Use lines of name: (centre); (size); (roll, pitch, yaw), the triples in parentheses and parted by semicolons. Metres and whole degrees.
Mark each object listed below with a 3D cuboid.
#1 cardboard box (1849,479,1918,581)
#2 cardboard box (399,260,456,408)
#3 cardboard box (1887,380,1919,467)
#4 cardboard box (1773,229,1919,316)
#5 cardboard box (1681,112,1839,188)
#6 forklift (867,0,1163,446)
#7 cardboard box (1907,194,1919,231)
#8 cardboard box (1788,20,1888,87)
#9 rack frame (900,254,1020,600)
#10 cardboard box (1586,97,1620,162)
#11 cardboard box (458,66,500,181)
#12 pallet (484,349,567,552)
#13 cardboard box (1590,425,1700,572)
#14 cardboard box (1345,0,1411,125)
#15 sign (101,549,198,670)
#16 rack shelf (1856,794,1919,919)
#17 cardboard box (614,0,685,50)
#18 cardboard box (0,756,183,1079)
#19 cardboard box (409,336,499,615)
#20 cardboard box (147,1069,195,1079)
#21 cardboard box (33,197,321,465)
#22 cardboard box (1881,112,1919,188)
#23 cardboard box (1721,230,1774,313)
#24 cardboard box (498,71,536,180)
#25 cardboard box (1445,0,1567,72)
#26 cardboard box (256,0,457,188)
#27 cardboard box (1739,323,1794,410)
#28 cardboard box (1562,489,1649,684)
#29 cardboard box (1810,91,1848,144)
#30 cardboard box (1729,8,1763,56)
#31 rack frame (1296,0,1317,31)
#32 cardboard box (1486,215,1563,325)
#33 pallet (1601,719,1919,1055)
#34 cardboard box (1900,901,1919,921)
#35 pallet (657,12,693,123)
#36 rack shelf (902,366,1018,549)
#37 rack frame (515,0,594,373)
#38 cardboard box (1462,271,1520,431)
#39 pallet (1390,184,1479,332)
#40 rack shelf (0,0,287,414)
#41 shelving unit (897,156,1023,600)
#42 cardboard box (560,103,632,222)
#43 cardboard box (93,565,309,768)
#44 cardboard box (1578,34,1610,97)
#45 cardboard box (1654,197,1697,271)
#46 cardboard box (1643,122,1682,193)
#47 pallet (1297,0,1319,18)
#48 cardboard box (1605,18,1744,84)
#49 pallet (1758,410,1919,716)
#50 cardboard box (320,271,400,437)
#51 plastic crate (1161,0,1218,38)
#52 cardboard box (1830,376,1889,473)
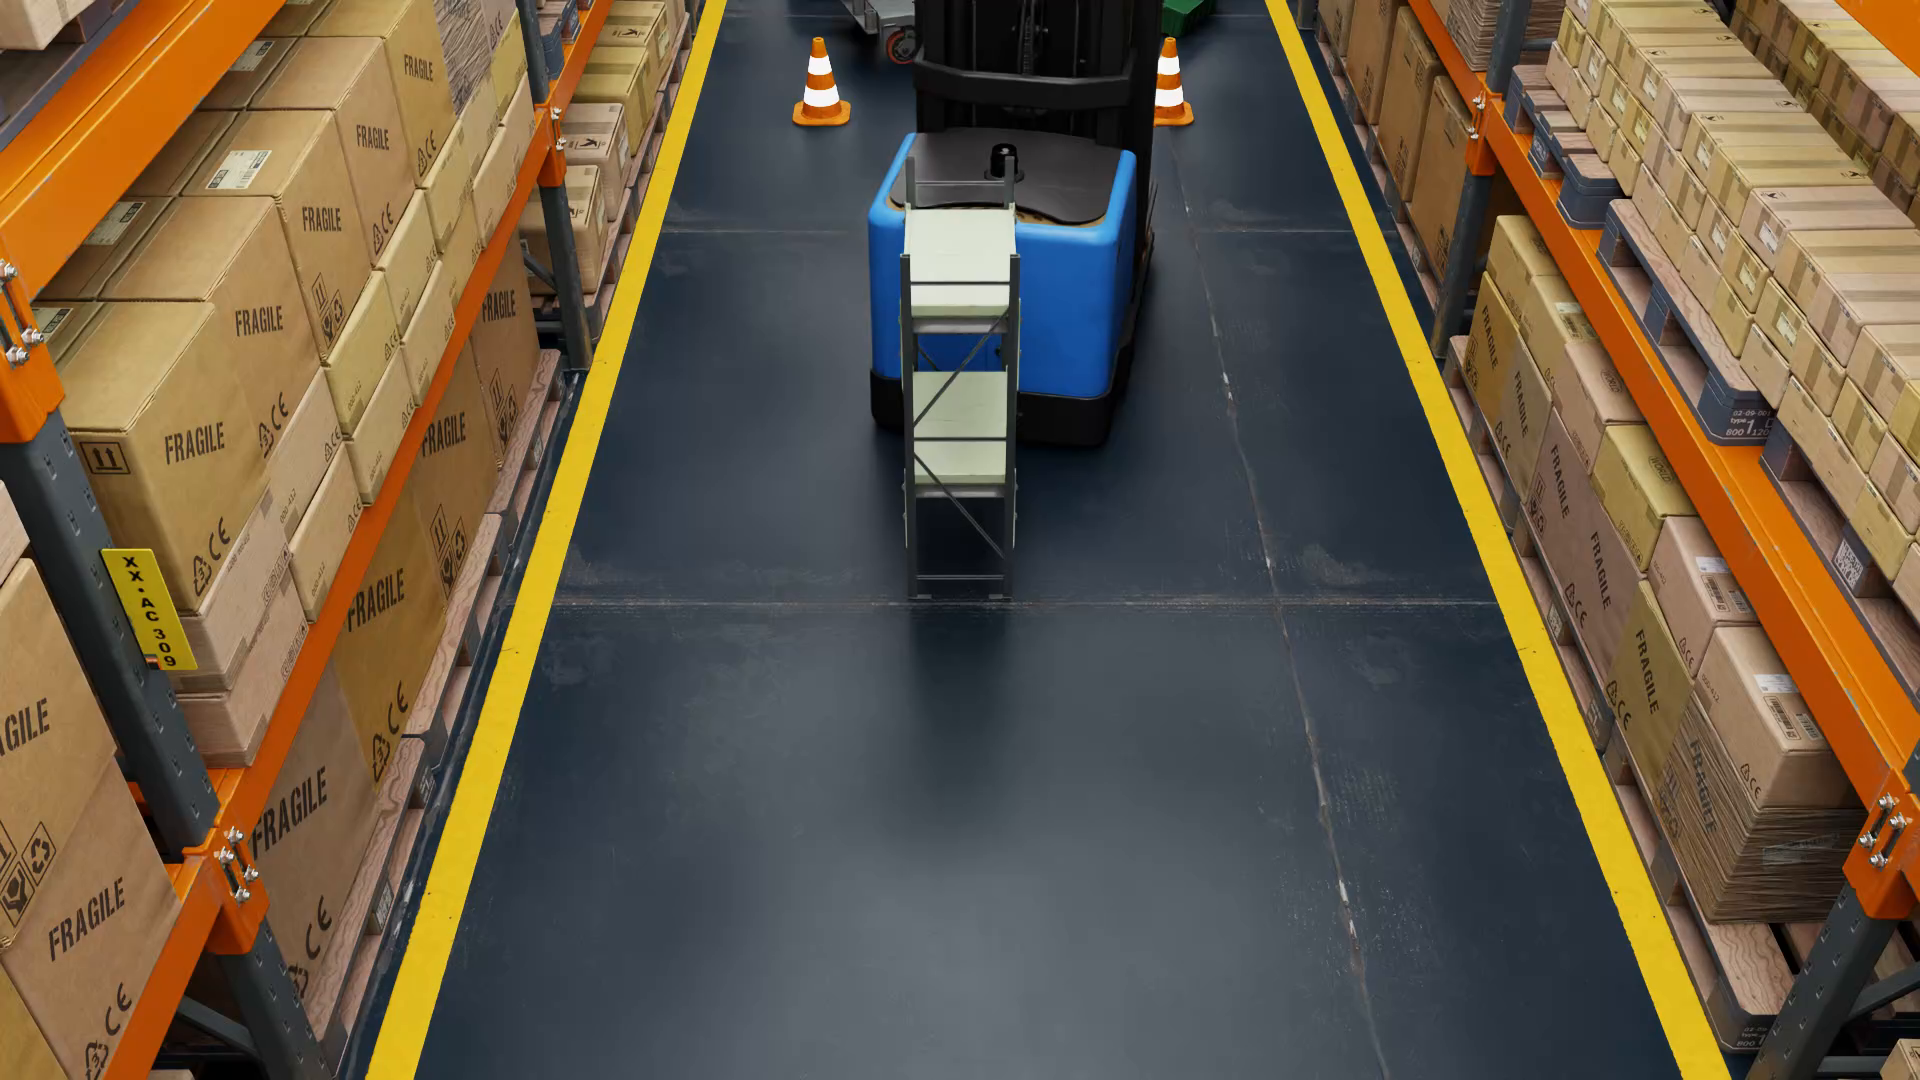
cardboard box: (2.534, -0.027, 4.250); (0.380, 0.149, 0.250); (0, 39, 0)
cardboard box: (-1.931, -0.657, 5.291); (0.500, 0.250, 0.500); (-1, 39, -1)
cardboard box: (2.537, -0.267, 4.074); (0.380, 0.149, 0.250); (-1, 39, -1)
cardboard box: (2.541, -0.747, 4.673); (0.380, 0.149, 0.250); (-1, 39, -2)
cardboard box: (2.539, -1.239, 5.287); (0.380, 0.149, 0.250); (1, 39, 1)
forklift: (0.388, -2.471, 7.489); (1.130, 2.935, 3.031); (7, 39, 8)
cardboard box: (3.189, -0.957, 5.173); (0.380, 0.149, 0.250); (-1, 39, -1)
cardboard box: (3.187, -1.723, 5.891); (0.380, 0.149, 0.250); (1, 39, 1)
rack frame: (0.000, -0.361, 6.001); (0.400, 1.500, 0.023); (0, 39, 0)
cardboard box: (2.529, -1.501, 6.090); (0.380, 0.149, 0.250); (2, 39, 2)
cardboard box: (-1.962, -1.498, 5.941); (0.500, 0.250, 0.500); (-1, 39, -1)
pallet: (-2.295, -0.404, 7.085); (1.003, 0.211, 1.213); (0, 39, 0)
cardboard box: (2.478, -0.149, 5.601); (0.500, 0.250, 0.500); (-2, 39, -2)
cardboard box: (2.813, -2.848, 9.368); (1.050, 0.750, 0.750); (0, 39, 0)
sign: (-1.661, 0.146, 3.413); (0.100, 0.325, 0.005); (0, 39, 0)
rack shelf: (2.736, 1.981, 2.455); (1.077, 0.370, 4.000); (0, 39, 0)
cardboard box: (-2.222, -3.297, 10.231); (0.950, 0.372, 0.625); (0, 39, 1)
cardboard box: (-1.960, 0.767, 3.314); (0.500, 0.500, 0.500); (0, 39, 0)
cardboard box: (-2.306, -0.330, 6.126); (0.875, 0.875, 0.875); (0, 39, 1)
cardboard box: (-2.323, 1.745, 3.887); (0.875, 0.438, 0.875); (-1, 39, -1)
cardboard box: (-1.957, -0.506, 4.104); (0.500, 0.500, 0.500); (0, 39, 0)
cardboard box: (3.188, -1.235, 5.282); (0.380, 0.149, 0.250); (2, 39, 2)
cardboard box: (2.531, -0.805, 4.984); (0.380, 0.149, 0.250); (0, 39, 0)
cardboard box: (-1.960, -1.611, 6.481); (0.500, 0.250, 0.500); (-1, 39, -2)
cardboard box: (2.460, -2.372, 7.232); (0.500, 0.500, 0.500); (0, 39, 0)
cardboard box: (-1.956, -1.460, 5.293); (0.500, 0.500, 0.500); (0, 39, 0)
cardboard box: (2.530, -0.514, 4.857); (0.380, 0.149, 0.250); (-2, 39, -2)
cardboard box: (2.485, 0.157, 5.819); (0.500, 0.500, 0.500); (-1, 39, -1)
cardboard box: (3.190, -1.437, 5.772); (0.380, 0.149, 0.250); (0, 39, 0)
cardboard box: (3.185, -1.925, 6.381); (0.380, 0.149, 0.250); (1, 39, 1)
rack frame: (2.725, -4.553, 10.033); (1.000, 3.000, 0.127); (0, 39, 0)
cardboard box: (2.488, -1.102, 6.789); (0.500, 0.250, 0.500); (-2, 39, -2)
pallet: (2.732, 1.051, 5.270); (1.003, 0.211, 1.213); (0, 39, 0)
cardboard box: (2.998, 0.799, 5.018); (0.500, 0.500, 0.500); (1, 39, 2)
pallet: (-2.223, -2.912, 10.214); (1.003, 0.211, 1.213); (0, 39, 0)
rack shelf: (0.000, -0.335, 6.490); (0.431, 0.370, 0.720); (0, 39, 0)
rack frame: (-2.221, -1.985, 6.828); (1.000, 3.000, 0.127); (0, 39, 0)
cardboard box: (2.475, -0.798, 7.010); (0.500, 0.500, 0.500); (-2, 39, -2)
pallet: (2.804, -1.457, 8.399); (1.003, 0.211, 1.213); (0, 39, 0)
rack shelf: (-2.218, -1.624, 4.555); (1.077, 0.370, 4.000); (0, 39, 0)
shelving unit: (0.000, -0.589, 6.286); (0.431, 1.500, 0.755); (0, 39, 0)
cardboard box: (-2.220, -1.938, 8.536); (0.950, 0.372, 0.625); (-1, 39, -1)
cardboard box: (-1.953, 0.299, 4.098); (0.500, 0.250, 0.500); (-1, 39, -1)
cardboard box: (2.531, -1.762, 6.177); (0.380, 0.149, 0.250); (2, 39, 2)
cardboard box: (2.531, -1.009, 5.475); (0.380, 0.149, 0.250); (0, 39, 1)
cardboard box: (2.535, -1.281, 5.577); (0.380, 0.149, 0.250); (0, 39, 0)
pallet: (2.802, -3.941, 11.499); (1.003, 0.211, 1.213); (0, 39, 0)
cardboard box: (2.535, -1.739, 5.911); (0.380, 0.149, 0.250); (0, 39, 0)
pallet: (2.878, 0.046, 4.447); (1.003, 0.211, 1.213); (0, 39, 0)
cardboard box: (-1.937, -0.537, 4.742); (0.500, 0.250, 0.500); (0, 39, 1)
plastic crate: (1.414, -3.586, 11.029); (0.450, 0.188, 0.662); (27, 45, 16)
cardboard box: (2.537, -0.301, 4.354); (0.380, 0.149, 0.250); (2, 39, 2)
